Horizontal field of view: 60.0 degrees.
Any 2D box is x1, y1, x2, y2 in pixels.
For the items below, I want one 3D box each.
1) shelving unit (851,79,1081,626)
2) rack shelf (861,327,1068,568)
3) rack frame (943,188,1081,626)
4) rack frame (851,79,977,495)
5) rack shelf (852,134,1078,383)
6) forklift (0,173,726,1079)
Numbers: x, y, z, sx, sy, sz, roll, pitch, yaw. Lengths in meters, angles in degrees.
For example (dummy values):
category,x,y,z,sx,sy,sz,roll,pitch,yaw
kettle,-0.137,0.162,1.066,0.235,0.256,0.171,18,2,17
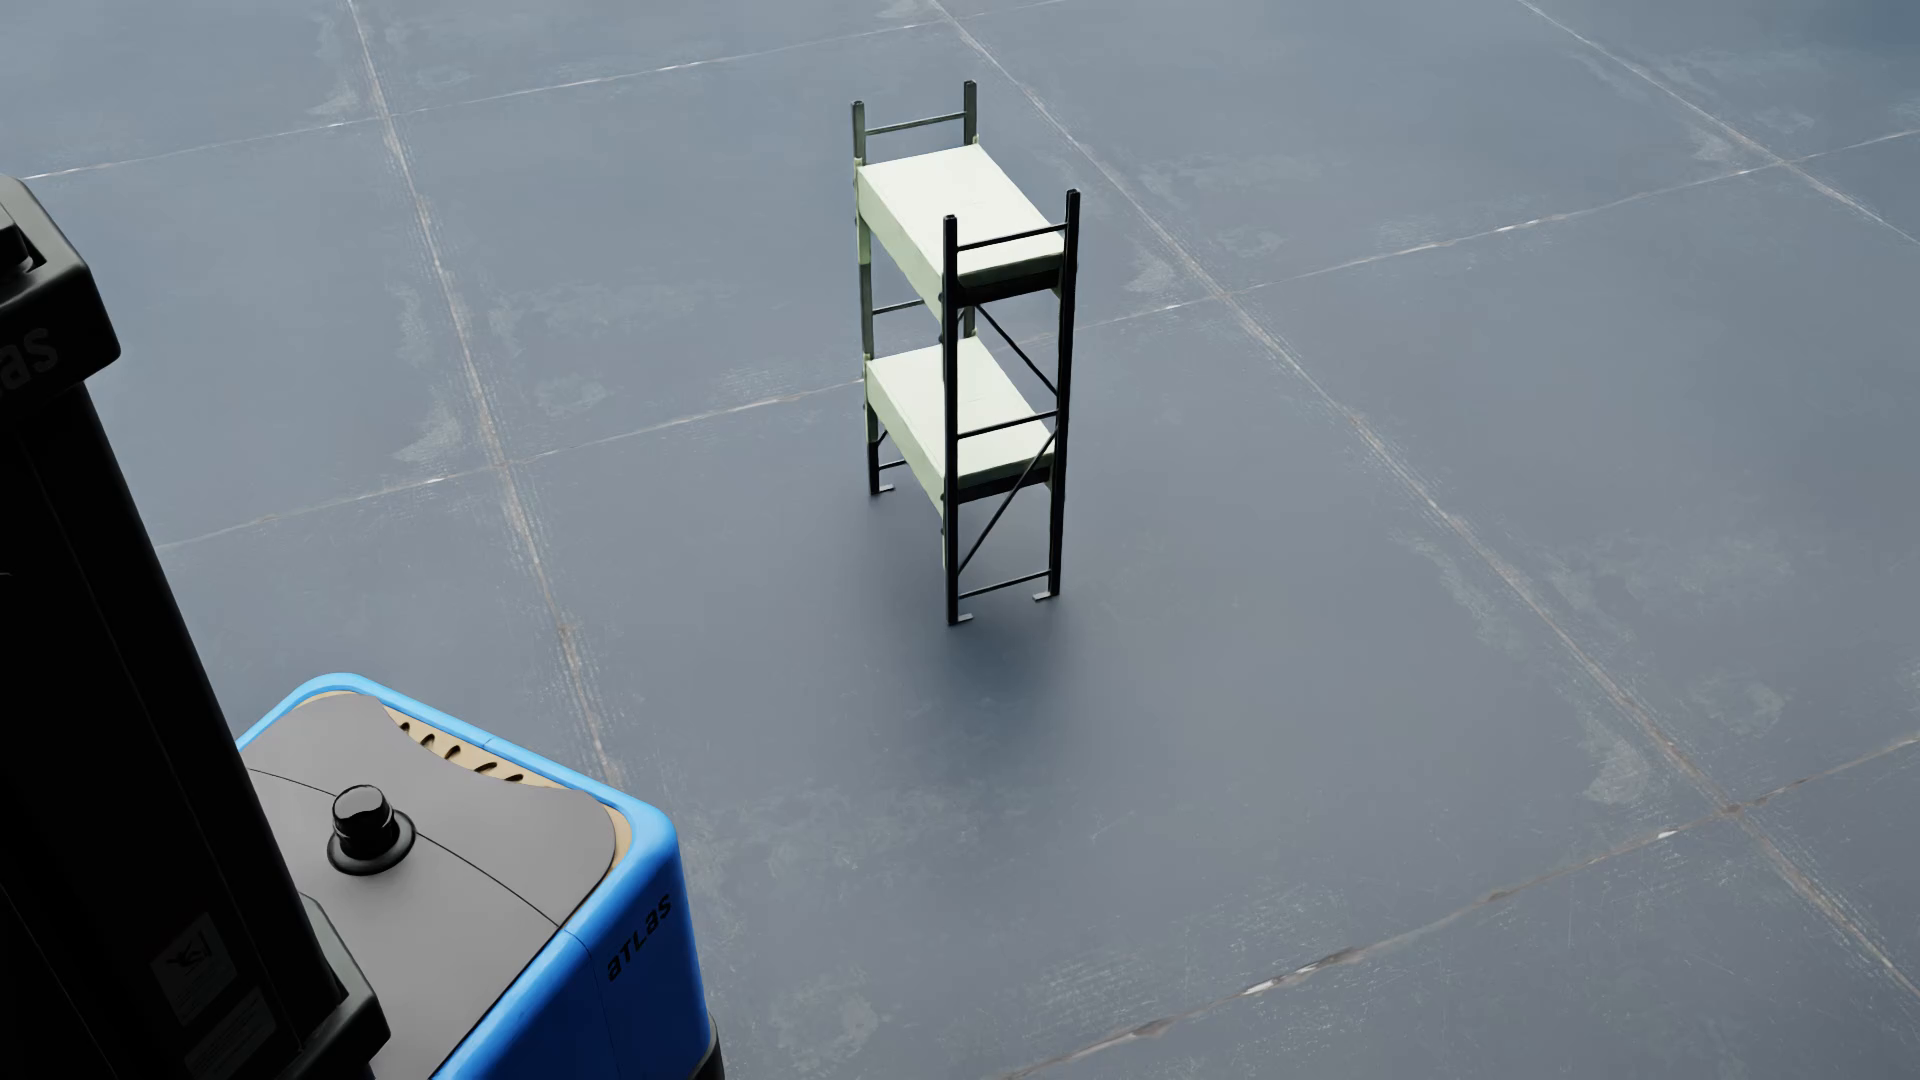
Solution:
category,x,y,z,sx,sy,sz,roll,pitch,yaw
shelving unit,0.003,-0.565,5.256,0.431,1.500,0.755,-15,43,-17
rack shelf,0.003,-0.317,5.469,0.431,0.370,0.720,-15,43,-17
rack frame,0.143,-0.344,5.000,0.400,1.500,0.023,-15,43,-17
rack frame,-0.137,-0.785,5.513,0.400,1.500,0.023,-15,43,-17
rack shelf,0.003,-0.861,5.002,0.431,0.370,0.720,-15,43,-17
forklift,-1.710,0.977,2.366,1.130,2.935,3.031,19,44,21
